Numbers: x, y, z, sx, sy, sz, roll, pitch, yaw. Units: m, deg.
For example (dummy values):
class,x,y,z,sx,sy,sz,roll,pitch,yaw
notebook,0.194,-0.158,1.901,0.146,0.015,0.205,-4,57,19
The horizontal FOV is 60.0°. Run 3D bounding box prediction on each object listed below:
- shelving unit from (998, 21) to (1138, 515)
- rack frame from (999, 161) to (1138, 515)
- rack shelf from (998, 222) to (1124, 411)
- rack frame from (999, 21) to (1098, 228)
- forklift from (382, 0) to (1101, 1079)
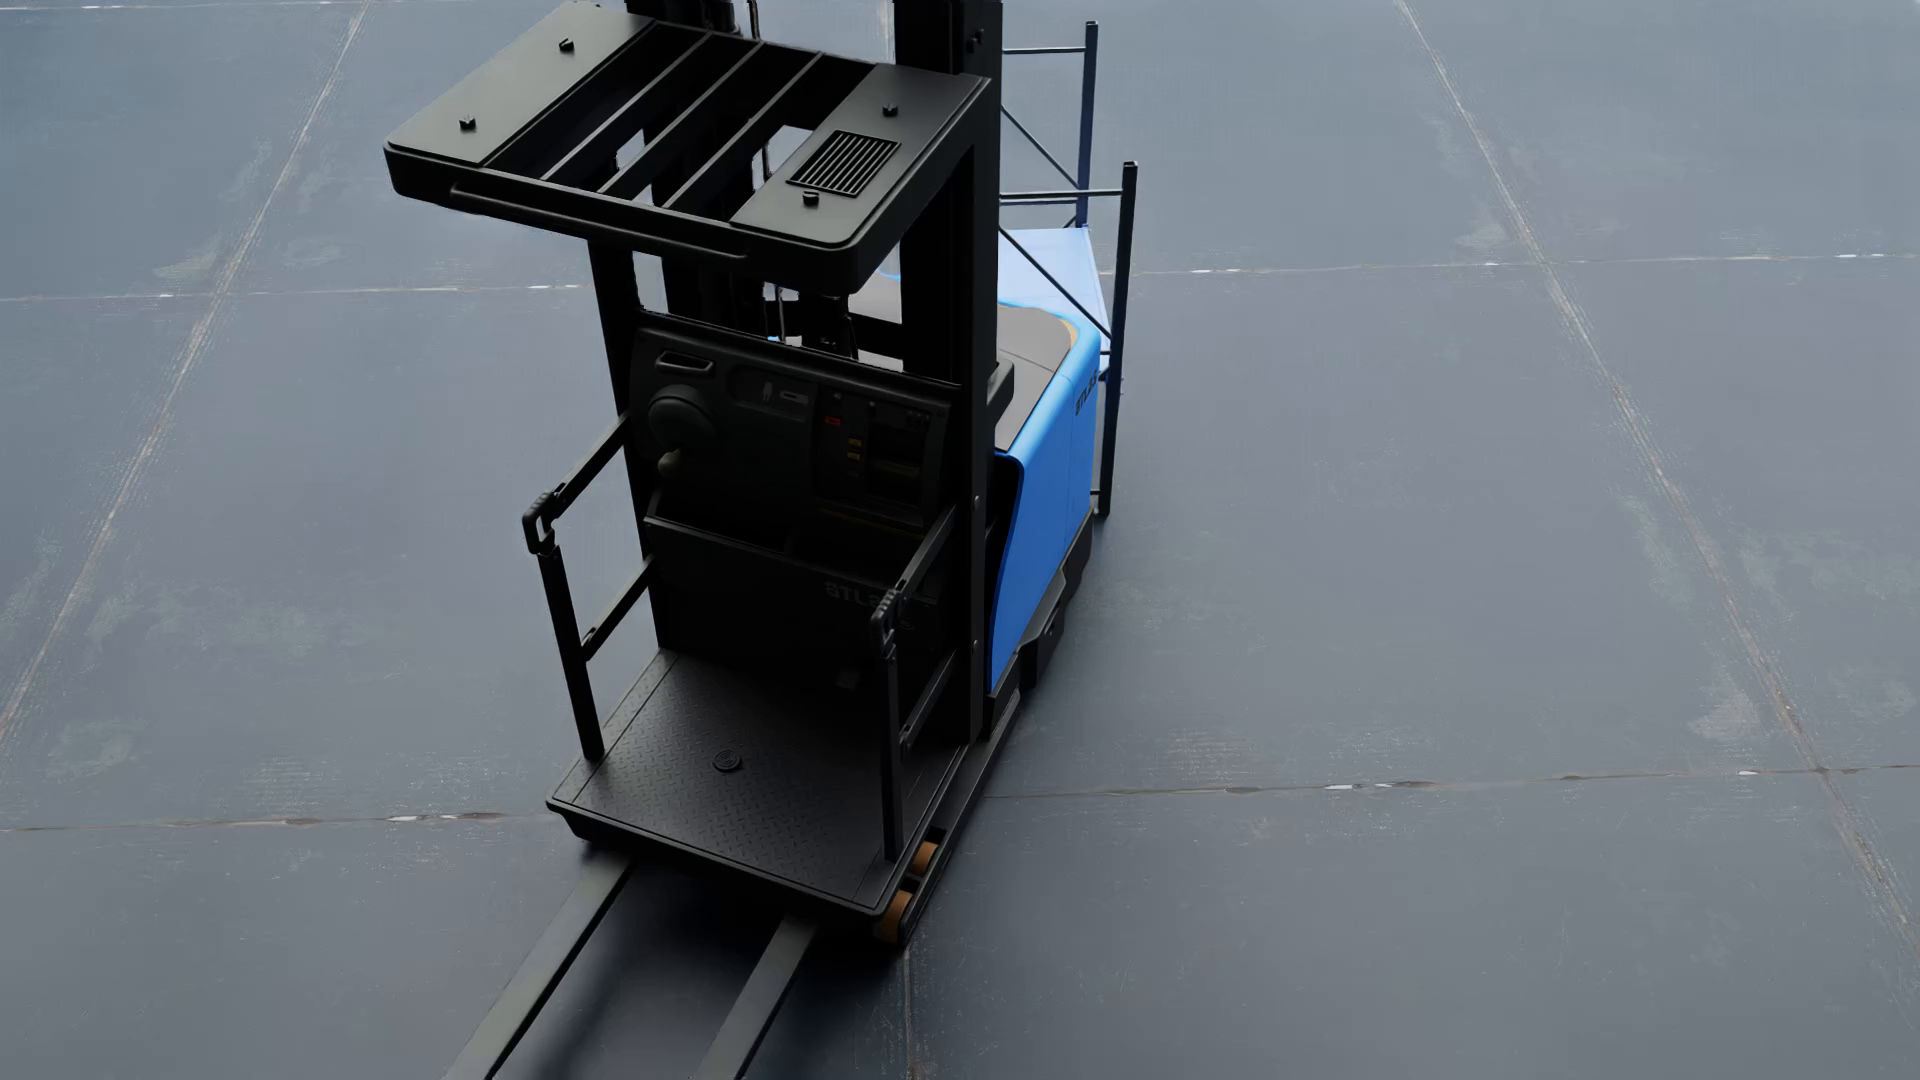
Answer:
class,x,y,z,sx,sy,sz,roll,pitch,yaw
shelving unit,0.289,-0.993,6.223,0.538,1.500,1.048,-2,43,-3
rack frame,0.321,-0.650,5.849,0.500,1.500,0.032,-2,43,-3
rack shelf,0.289,-0.860,6.344,0.538,0.185,1.000,-2,43,-3
rack frame,0.257,-1.335,6.597,0.500,1.500,0.032,-2,43,-3
forklift,-0.546,-0.211,4.311,1.130,2.935,3.031,15,45,16
